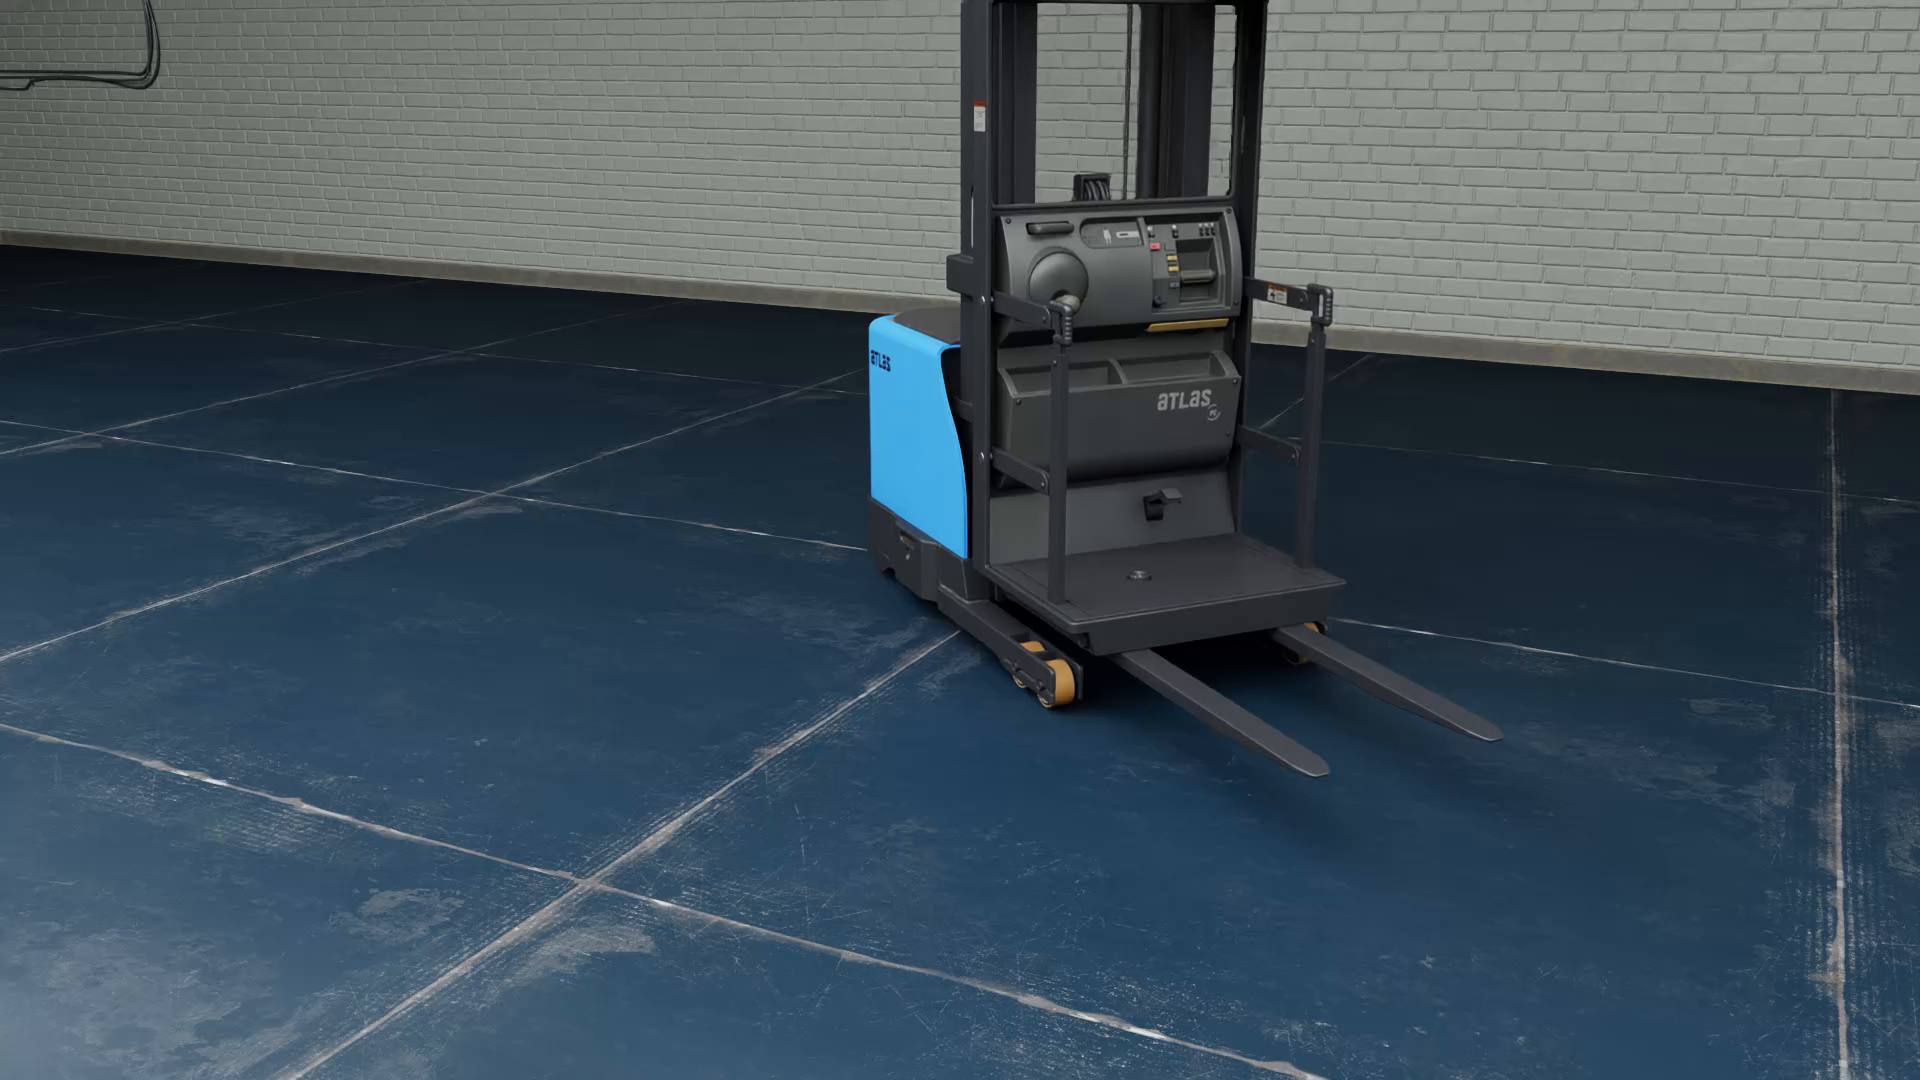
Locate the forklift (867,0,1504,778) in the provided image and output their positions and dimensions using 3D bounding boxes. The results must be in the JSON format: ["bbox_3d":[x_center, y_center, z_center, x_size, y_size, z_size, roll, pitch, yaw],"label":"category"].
[{"bbox_3d":[0.664,-0.976,5.662,1.130,2.935,3.031,-7,18,-23],"label":"forklift"}]

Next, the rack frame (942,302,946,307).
[{"bbox_3d":[0.009,-0.540,7.500,0.200,1.050,0.008,9,19,27],"label":"rack frame"}]

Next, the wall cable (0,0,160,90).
[{"bbox_3d":[-9.522,-5.969,17.270,3.097,2.526,0.112,8,18,25],"label":"wall cable"}]

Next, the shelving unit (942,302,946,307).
[{"bbox_3d":[-0.049,-0.510,7.397,0.215,1.050,0.252,9,19,27],"label":"shelving unit"}]
